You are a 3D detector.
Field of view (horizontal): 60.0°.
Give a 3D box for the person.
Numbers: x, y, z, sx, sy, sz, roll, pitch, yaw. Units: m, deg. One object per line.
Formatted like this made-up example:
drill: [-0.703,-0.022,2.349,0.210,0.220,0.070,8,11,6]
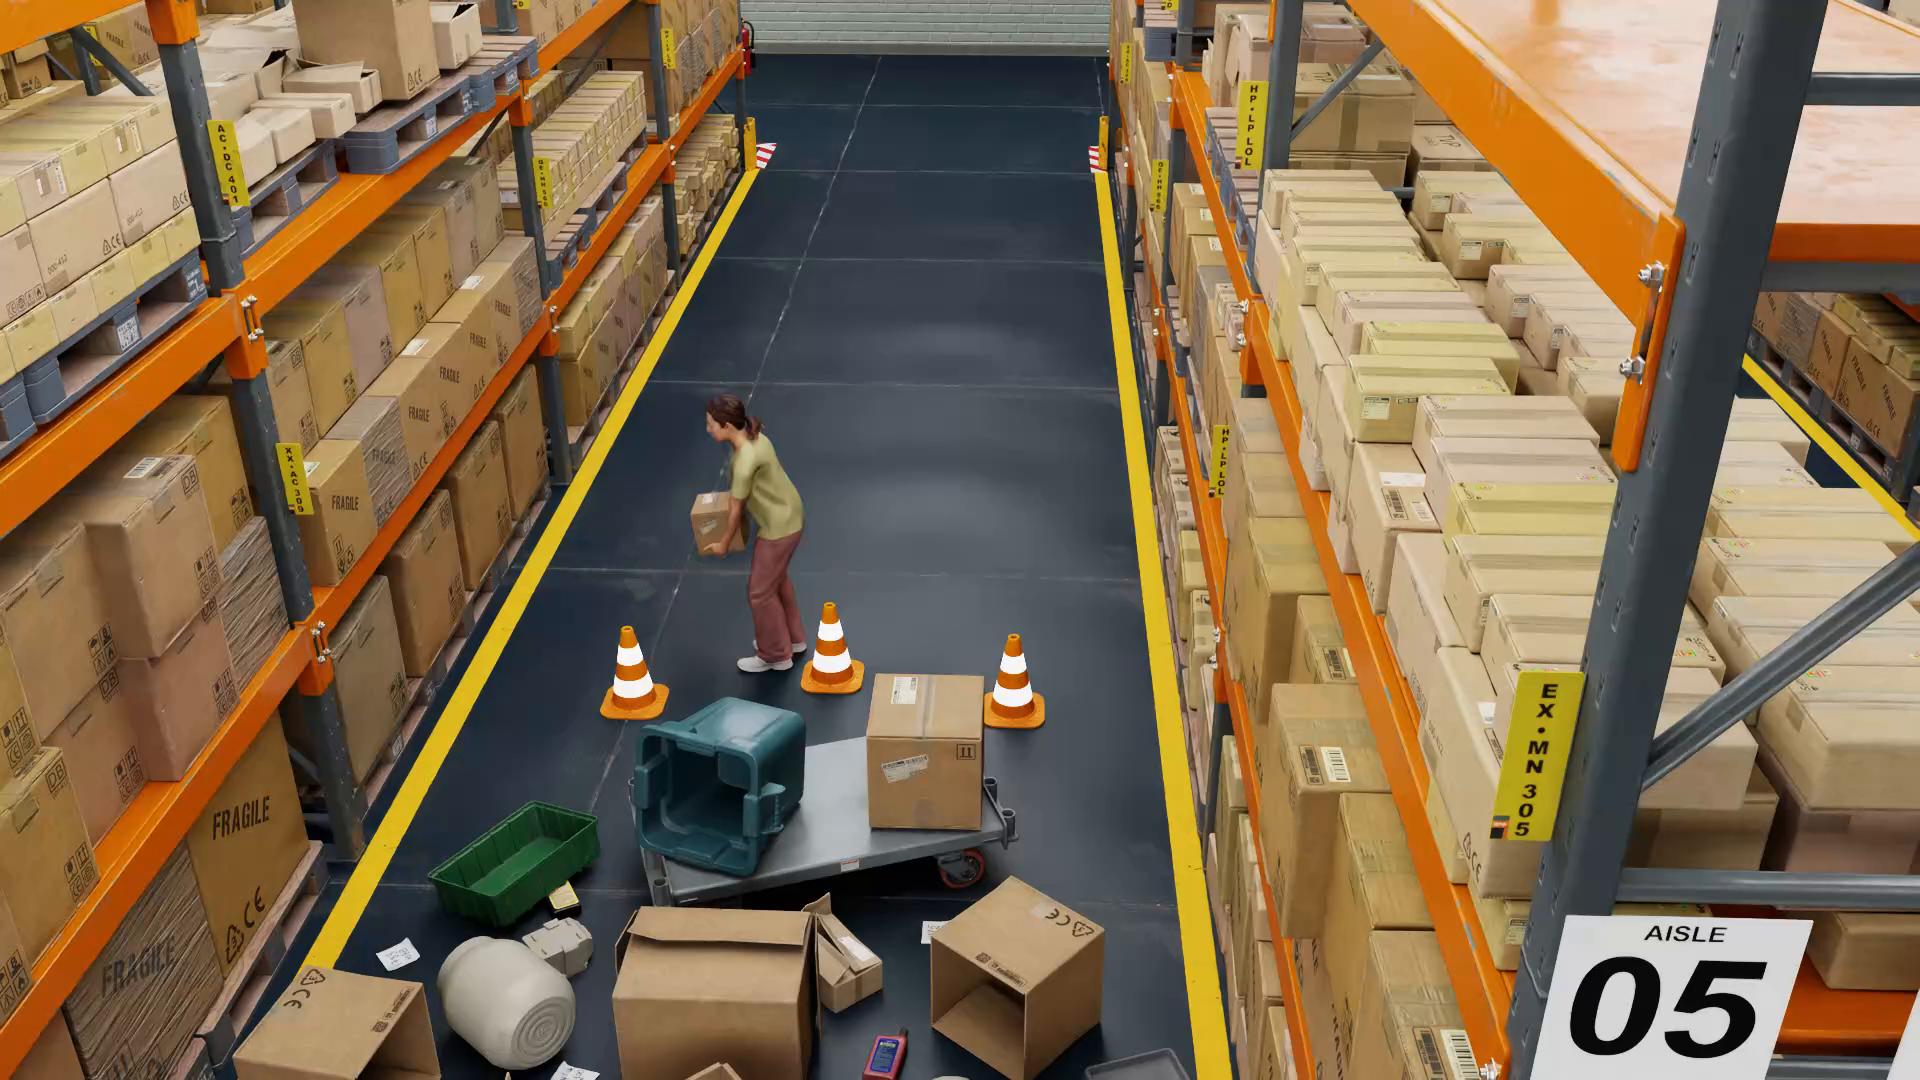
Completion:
person: [-1.103,-0.038,8.980,0.535,1.624,0.404,1,28,1]
